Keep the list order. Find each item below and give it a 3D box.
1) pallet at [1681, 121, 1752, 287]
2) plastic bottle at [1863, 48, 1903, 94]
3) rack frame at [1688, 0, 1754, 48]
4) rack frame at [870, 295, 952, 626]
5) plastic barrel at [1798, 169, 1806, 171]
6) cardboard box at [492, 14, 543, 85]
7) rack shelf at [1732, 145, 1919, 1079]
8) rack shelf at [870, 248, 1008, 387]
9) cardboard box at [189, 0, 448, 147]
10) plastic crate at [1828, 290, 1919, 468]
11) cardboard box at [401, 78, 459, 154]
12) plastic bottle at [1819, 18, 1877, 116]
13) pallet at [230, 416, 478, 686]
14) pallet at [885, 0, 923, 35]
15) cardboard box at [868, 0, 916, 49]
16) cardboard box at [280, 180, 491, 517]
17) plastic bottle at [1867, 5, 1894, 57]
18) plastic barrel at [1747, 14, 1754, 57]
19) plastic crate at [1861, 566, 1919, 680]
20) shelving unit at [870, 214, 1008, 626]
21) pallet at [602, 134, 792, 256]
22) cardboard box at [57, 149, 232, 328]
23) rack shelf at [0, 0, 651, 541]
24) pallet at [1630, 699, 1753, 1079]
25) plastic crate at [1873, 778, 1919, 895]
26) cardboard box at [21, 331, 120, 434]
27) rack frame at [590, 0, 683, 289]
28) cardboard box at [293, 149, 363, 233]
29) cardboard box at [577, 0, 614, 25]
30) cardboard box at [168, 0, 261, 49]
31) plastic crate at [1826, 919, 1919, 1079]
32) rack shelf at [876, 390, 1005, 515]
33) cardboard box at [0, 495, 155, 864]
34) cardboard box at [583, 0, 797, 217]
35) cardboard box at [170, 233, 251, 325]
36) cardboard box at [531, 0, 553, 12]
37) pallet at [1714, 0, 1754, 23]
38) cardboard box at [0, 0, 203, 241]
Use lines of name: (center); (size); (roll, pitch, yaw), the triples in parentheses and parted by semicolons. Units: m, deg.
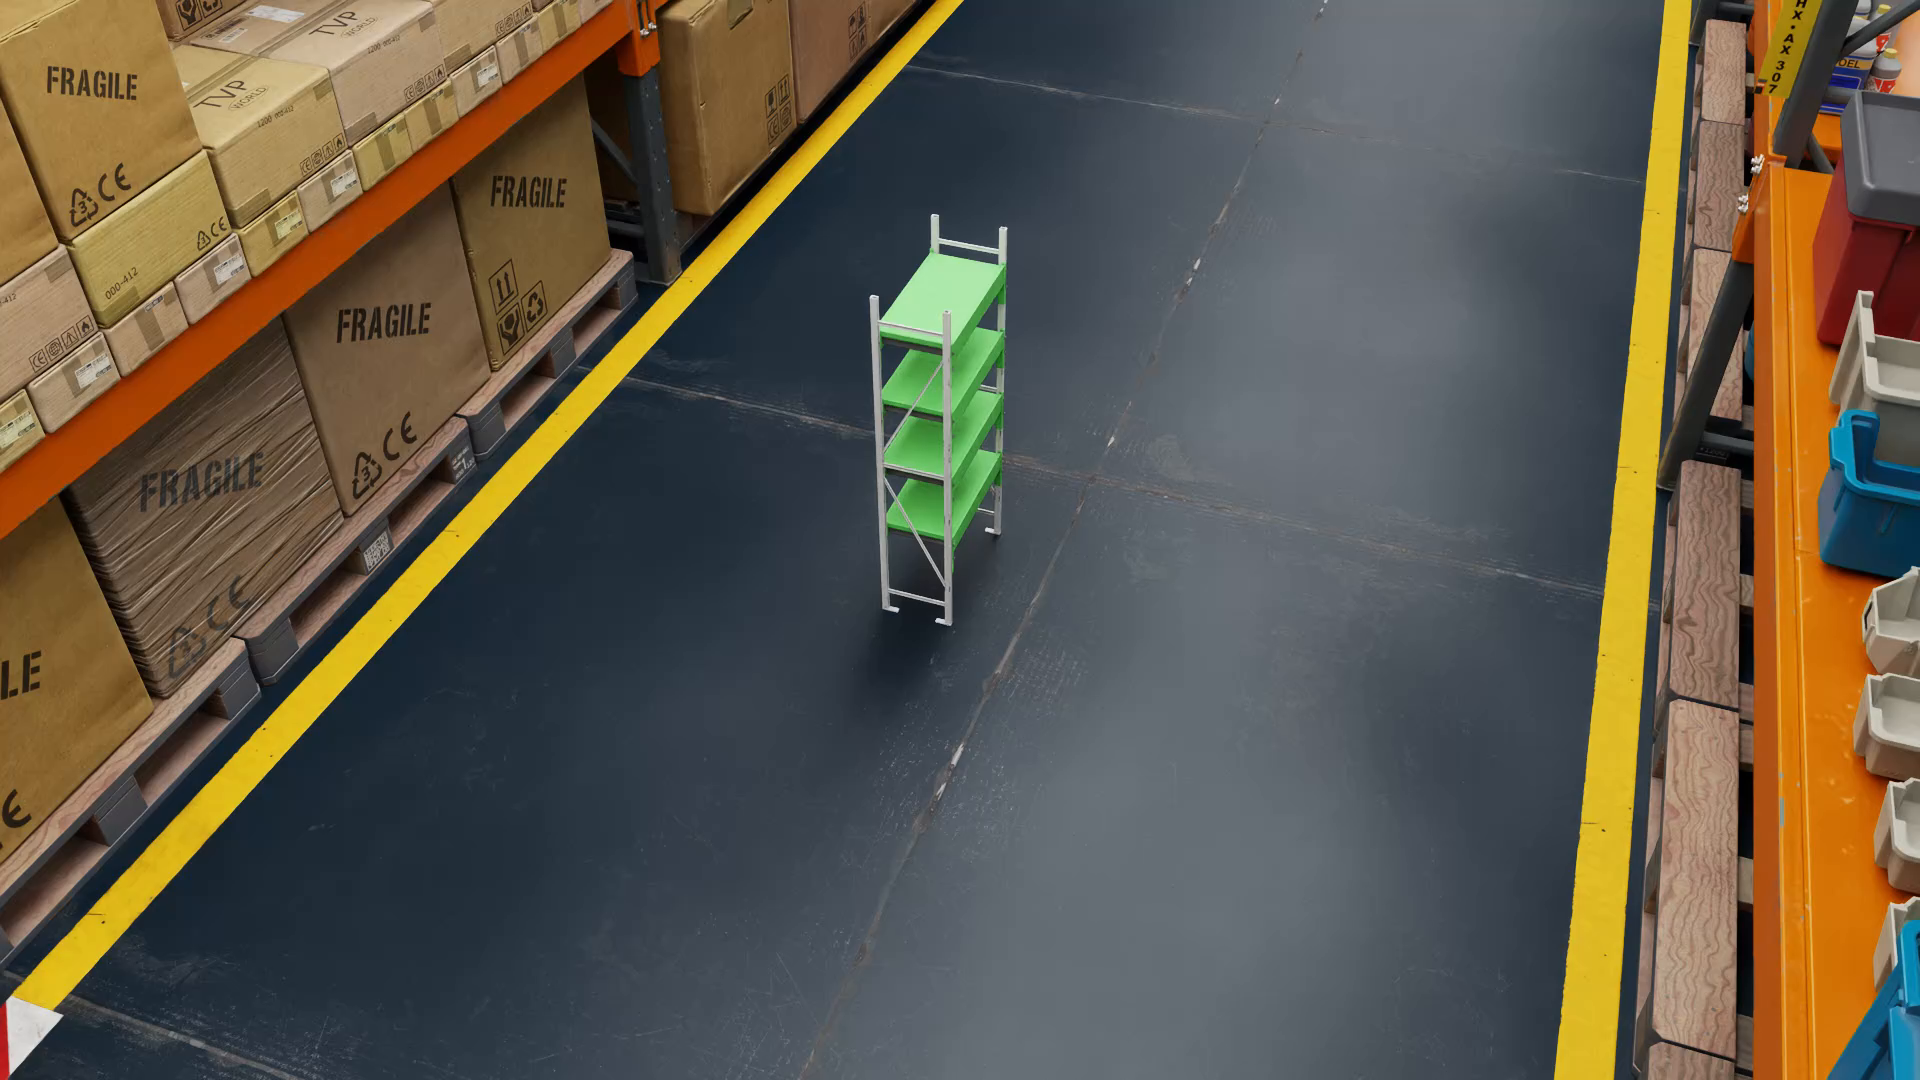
pallet: (3.702, -1.394, 7.221); (1.003, 0.211, 1.213); (13, 42, 15)
plastic bottle: (2.938, -1.467, 5.312); (0.097, 0.201, 0.097); (0, 40, 0)
rack frame: (4.352, -3.687, 7.760); (1.000, 3.000, 0.127); (13, 42, 15)
rack frame: (-0.140, -0.207, 5.068); (0.240, 1.200, 0.015); (13, 42, 15)
plastic barrel: (3.428, -1.368, 6.336); (0.600, 0.901, 0.708); (13, 42, 15)
cardboard box: (-1.643, -1.678, 5.600); (0.380, 0.149, 0.250); (13, 42, 14)
rack shelf: (2.300, 0.247, 3.704); (1.077, 0.370, 4.000); (13, 42, 15)
rack shelf: (-0.057, -0.672, 4.972); (0.258, 0.148, 0.480); (13, 42, 15)
cardboard box: (-1.924, -1.447, 5.022); (0.500, 0.250, 0.500); (14, 42, 16)
plastic crate: (2.288, -0.334, 3.876); (0.437, 0.282, 0.530); (13, 42, 15)
cardboard box: (-1.819, -1.364, 5.231); (0.380, 0.149, 0.250); (14, 42, 16)
plastic bottle: (2.815, -1.512, 5.306); (0.152, 0.276, 0.135); (13, 42, 15)
pallet: (-2.420, -0.092, 5.696); (1.003, 0.211, 1.213); (13, 42, 15)
pallet: (-0.643, -3.261, 9.409); (1.003, 0.211, 1.213); (13, 42, 15)
cardboard box: (-0.870, -3.179, 8.479); (1.225, 0.875, 0.875); (13, 42, 15)
cardboard box: (-2.279, -0.764, 5.648); (0.875, 0.875, 0.875); (13, 42, 15)
plastic bottle: (3.063, -1.690, 5.573); (0.097, 0.201, 0.097); (0, 40, 0)
plastic barrel: (4.200, -2.719, 7.974); (0.600, 0.830, 0.708); (13, 42, 15)
plastic crate: (1.993, 0.199, 3.362); (0.298, 0.136, 0.250); (13, 42, 15)
shelving unit: (-0.057, -0.355, 5.242); (0.258, 1.200, 0.503); (13, 42, 15)
pallet: (-1.478, -1.773, 7.665); (1.003, 0.211, 1.213); (13, 42, 15)
cardboard box: (-2.274, -0.820, 4.286); (0.500, 0.250, 0.500); (12, 42, 14)
rack shelf: (-2.355, -0.853, 4.993); (1.077, 0.370, 4.000); (13, 42, 15)
pallet: (2.353, 1.018, 4.395); (1.003, 0.211, 1.213); (13, 42, 15)
plastic crate: (1.837, 0.559, 2.940); (0.396, 0.136, 0.243); (13, 42, 15)
cardboard box: (-2.345, -0.427, 4.132); (0.380, 0.149, 0.250); (13, 42, 14)
rack frame: (-1.671, -2.346, 6.189); (1.000, 3.000, 0.127); (13, 42, 15)
cardboard box: (-1.994, -1.053, 4.867); (0.380, 0.149, 0.250); (14, 42, 16)
cardboard box: (-1.467, -1.992, 5.967); (0.380, 0.149, 0.250); (14, 42, 15)
cardboard box: (-2.424, -1.554, 5.147); (0.500, 0.250, 0.500); (14, 43, 16)
plastic crate: (1.555, 0.911, 2.298); (0.616, 0.435, 0.499); (13, 42, 15)
rack shelf: (-0.057, -0.307, 5.284); (0.258, 0.148, 0.480); (13, 42, 15)
cardboard box: (-2.895, 0.334, 4.361); (0.875, 0.875, 0.875); (13, 42, 15)
cardboard box: (-1.471, -2.092, 7.205); (1.225, 0.875, 0.875); (13, 42, 15)
cardboard box: (-2.170, -0.739, 4.499); (0.380, 0.149, 0.250); (13, 42, 15)
cardboard box: (-1.575, -2.075, 5.757); (0.500, 0.250, 0.500); (13, 42, 14)
pallet: (4.653, -3.090, 9.209); (1.003, 0.211, 1.213); (13, 42, 15)
cardboard box: (-2.278, -1.103, 4.040); (0.500, 0.500, 0.500); (12, 42, 14)
